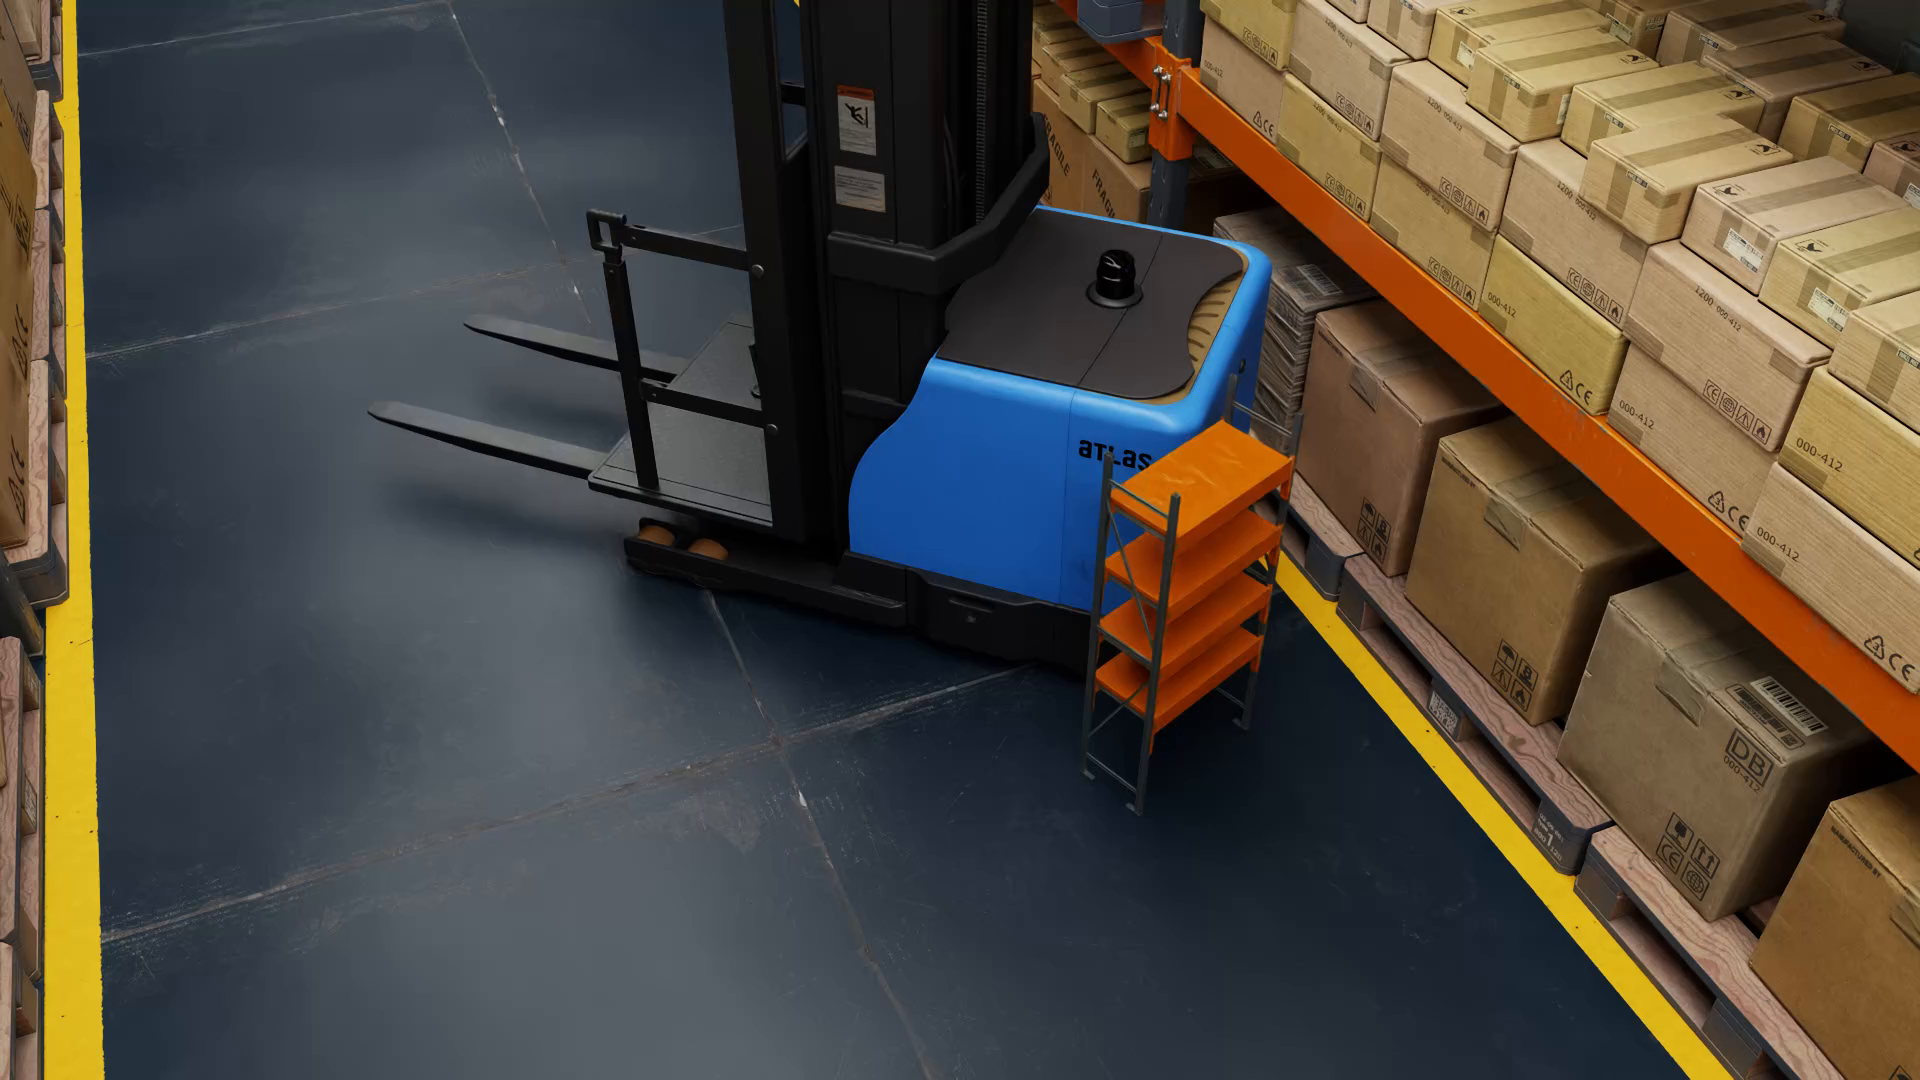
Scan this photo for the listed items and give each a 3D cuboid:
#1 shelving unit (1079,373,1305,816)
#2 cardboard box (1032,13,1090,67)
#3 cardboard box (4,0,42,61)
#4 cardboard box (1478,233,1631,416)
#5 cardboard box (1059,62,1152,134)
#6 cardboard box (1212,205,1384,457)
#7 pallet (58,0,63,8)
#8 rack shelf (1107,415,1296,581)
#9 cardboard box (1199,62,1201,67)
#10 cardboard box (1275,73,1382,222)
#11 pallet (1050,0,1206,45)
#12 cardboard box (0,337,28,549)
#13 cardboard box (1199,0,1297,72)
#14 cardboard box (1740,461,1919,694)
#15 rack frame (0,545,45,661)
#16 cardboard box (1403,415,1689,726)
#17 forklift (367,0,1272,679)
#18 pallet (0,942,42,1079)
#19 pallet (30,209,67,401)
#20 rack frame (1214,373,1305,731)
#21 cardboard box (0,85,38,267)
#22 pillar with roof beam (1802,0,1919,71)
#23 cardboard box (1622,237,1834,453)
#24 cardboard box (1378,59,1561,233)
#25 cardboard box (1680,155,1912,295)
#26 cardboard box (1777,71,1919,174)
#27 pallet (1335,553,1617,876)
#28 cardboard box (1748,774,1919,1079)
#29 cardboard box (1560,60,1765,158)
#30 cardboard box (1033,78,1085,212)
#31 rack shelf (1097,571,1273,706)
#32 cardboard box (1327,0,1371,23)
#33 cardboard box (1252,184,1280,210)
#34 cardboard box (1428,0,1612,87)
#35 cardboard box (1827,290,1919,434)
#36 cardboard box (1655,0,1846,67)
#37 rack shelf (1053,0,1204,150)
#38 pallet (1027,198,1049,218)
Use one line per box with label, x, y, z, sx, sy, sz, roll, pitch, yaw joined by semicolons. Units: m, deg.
shelving unit;0.622;0.179;4.619;0.503;1.200;0.258;-32;50;-32
cardboard box;0.498;-2.104;6.994;0.380;0.149;0.250;-14;43;-16
cardboard box;-5.083;-2.677;8.206;0.875;0.438;0.875;-16;43;-17
cardboard box;1.705;-0.605;4.268;0.500;0.250;0.500;-14;43;-15
cardboard box;0.617;-1.764;6.598;0.380;0.149;0.250;-17;44;-19
cardboard box;1.399;-0.795;5.873;0.875;0.625;0.625;-14;43;-16
pallet;-5.631;-3.241;9.357;1.003;0.211;1.213;-15;43;-17
rack shelf;0.624;-0.117;4.361;0.480;0.148;0.258;-32;50;-32
cardboard box;1.185;-1.932;6.793;0.380;0.149;0.250;-14;43;-16
cardboard box;1.305;-1.226;4.990;0.500;0.250;0.500;-16;43;-18
pallet;0.849;-2.234;6.194;1.213;0.211;1.003;-15;43;-17
cardboard box;-3.599;-0.465;5.298;0.875;0.875;0.875;-15;43;-17
cardboard box;1.094;-1.714;5.174;0.500;0.250;0.500;-15;43;-17
cardboard box;2.072;0.011;3.551;0.500;0.250;0.500;-15;43;-17
rack frame;-3.412;-0.675;4.234;1.000;3.000;0.127;-15;43;-17
cardboard box;1.914;0.002;4.946;0.875;0.625;0.625;-17;43;-19
forklift;-0.588;-1.256;4.963;3.031;2.935;1.130;14;43;16
pallet;-2.651;1.587;3.742;1.003;0.211;1.213;-15;43;-17
pallet;-4.106;-0.845;6.571;1.003;0.211;1.213;-15;43;-17
rack frame;0.798;0.069;4.747;0.015;1.200;0.240;-32;50;-32
cardboard box;-4.278;-1.542;6.551;0.875;0.875;0.875;-14;43;-16
pillar with roof beam;-1.473;-2.556;1.820;9.100;9.000;0.400;-15;43;-17
cardboard box;1.886;-0.488;3.749;0.500;0.250;0.500;-14;43;-16
cardboard box;1.491;-1.098;4.458;0.500;0.250;0.500;-16;43;-18
cardboard box;1.851;-0.703;3.692;0.380;0.149;0.250;-15;43;-16
cardboard box;2.227;-0.985;4.021;0.380;0.149;0.250;-15;43;-16
pallet;1.915;0.381;5.145;1.003;0.211;1.213;-15;43;-17
cardboard box;2.494;0.924;3.874;0.875;0.625;0.625;-13;42;-15
cardboard box;1.715;-1.026;4.069;0.380;0.149;0.250;-15;43;-17
cardboard box;0.631;-1.632;6.943;0.500;0.500;0.500;-16;43;-17
rack shelf;0.621;0.230;4.664;0.480;0.148;0.258;-32;50;-32
cardboard box;1.248;-1.625;4.765;0.380;0.149;0.250;-14;43;-16
cardboard box;1.271;-1.451;6.732;0.500;0.500;0.500;-14;43;-15
cardboard box;1.484;-1.327;4.418;0.380;0.149;0.250;-15;43;-16
cardboard box;1.984;-0.377;3.314;0.380;0.149;0.250;-16;43;-18
cardboard box;2.090;-1.316;4.406;0.380;0.149;0.250;-16;43;-18
rack shelf;0.408;-2.848;7.313;1.077;0.370;4.000;-15;43;-17
pallet;0.922;-1.317;7.120;1.003;0.211;1.213;-15;43;-17
